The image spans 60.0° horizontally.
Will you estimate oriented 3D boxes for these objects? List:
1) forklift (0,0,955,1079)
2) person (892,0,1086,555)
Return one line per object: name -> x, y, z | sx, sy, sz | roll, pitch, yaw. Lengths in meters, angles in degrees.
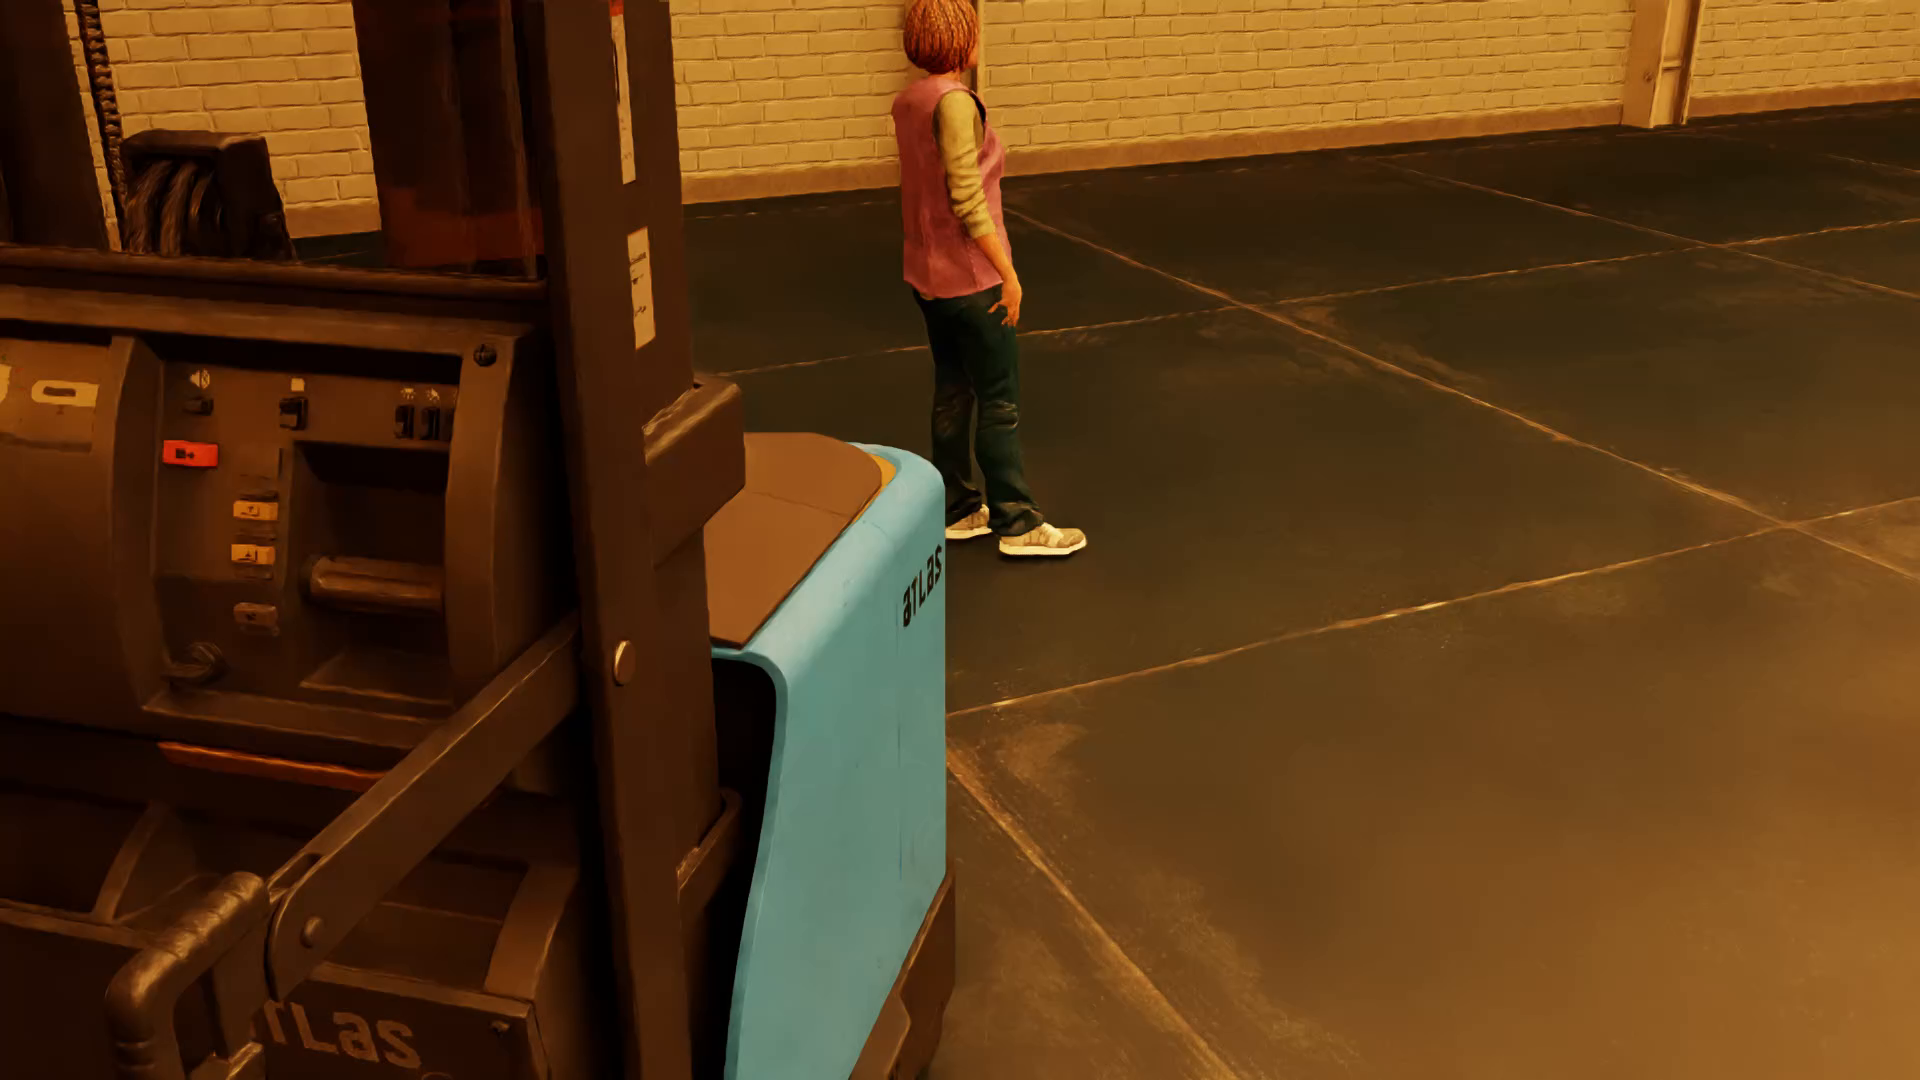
forklift -> -0.877, -0.010, 1.311 | 1.130, 2.935, 3.031 | 6, 23, 14
person -> 0.073, -0.751, 4.815 | 0.474, 1.597, 0.520 | -10, 25, -23
